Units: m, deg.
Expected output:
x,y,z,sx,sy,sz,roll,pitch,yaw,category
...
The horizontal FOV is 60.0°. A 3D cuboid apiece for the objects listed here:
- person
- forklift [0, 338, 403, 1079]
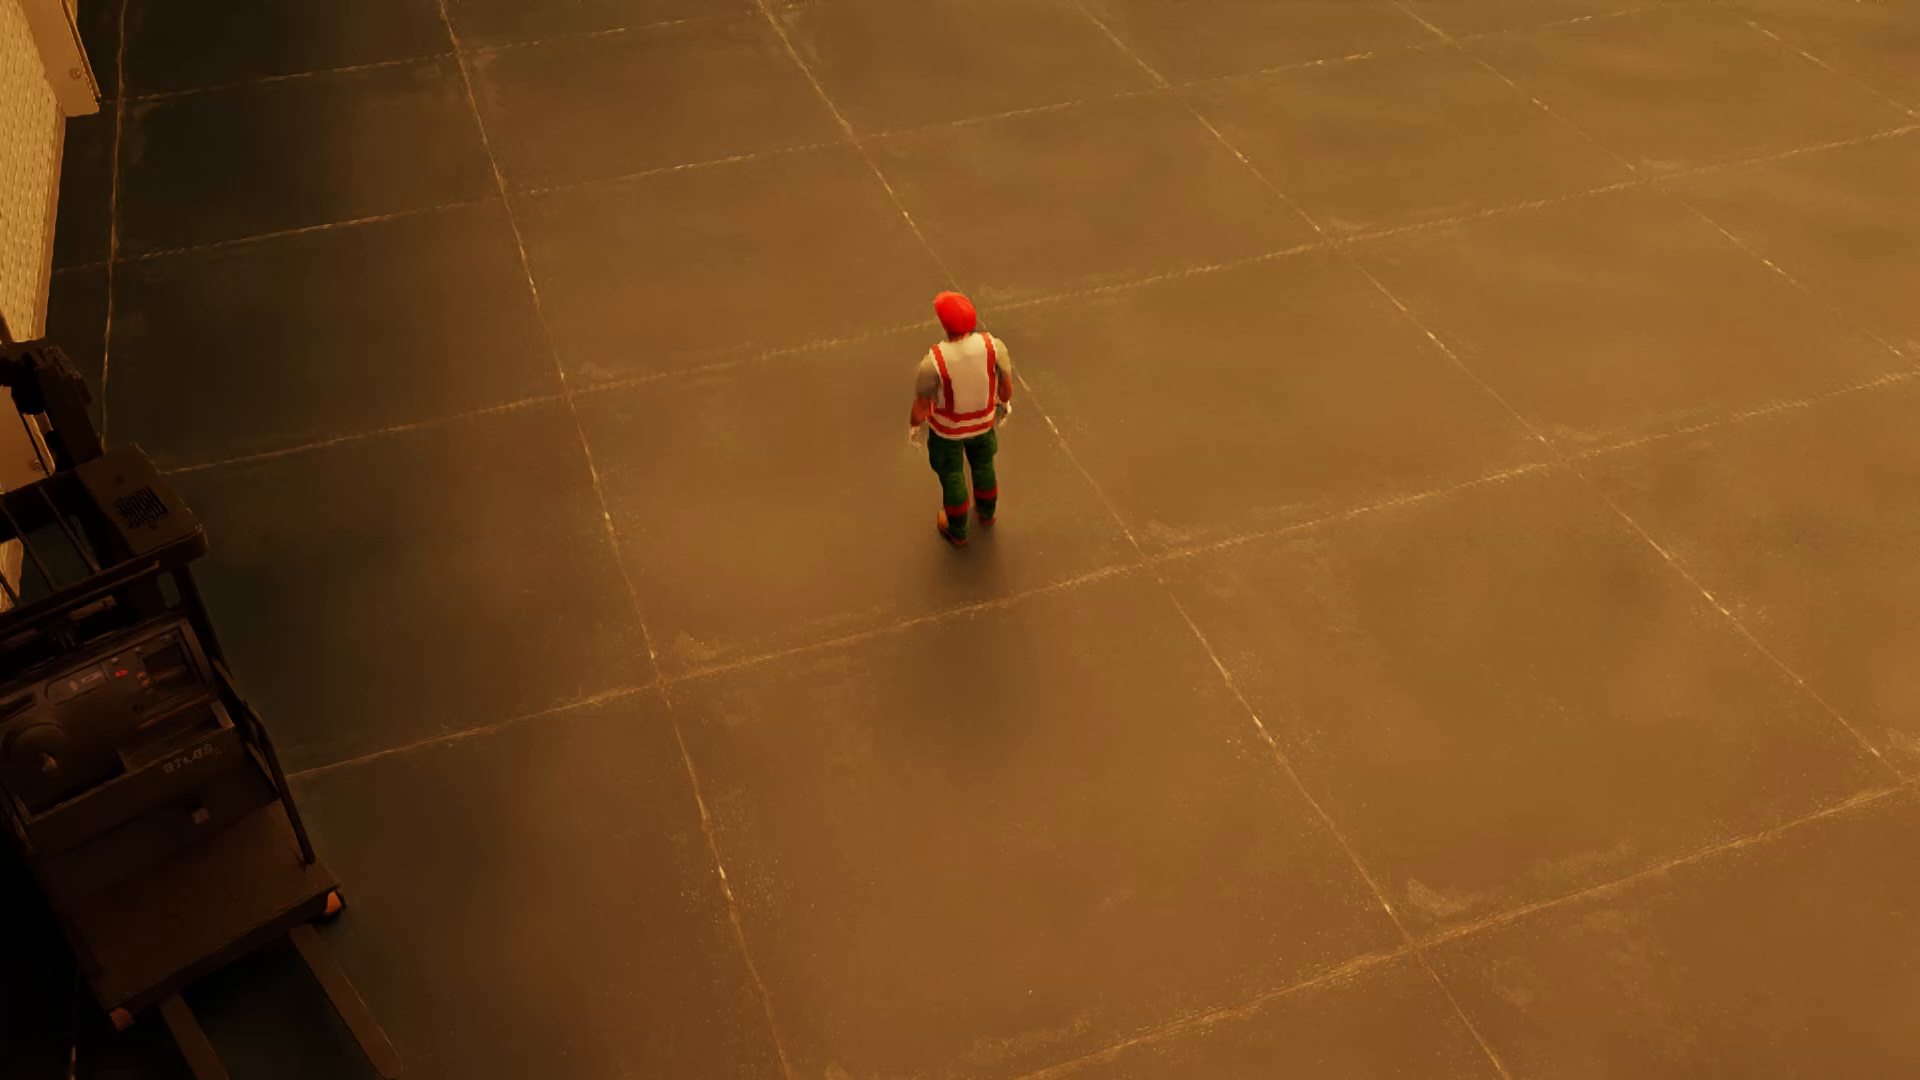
x,y,z,sx,sy,sz,roll,pitch,yaw,category
-0.017,-0.741,9.757,0.637,1.787,0.563,-13,42,-15,person
-3.636,0.747,7.106,1.130,2.935,3.031,-28,48,-30,forklift
